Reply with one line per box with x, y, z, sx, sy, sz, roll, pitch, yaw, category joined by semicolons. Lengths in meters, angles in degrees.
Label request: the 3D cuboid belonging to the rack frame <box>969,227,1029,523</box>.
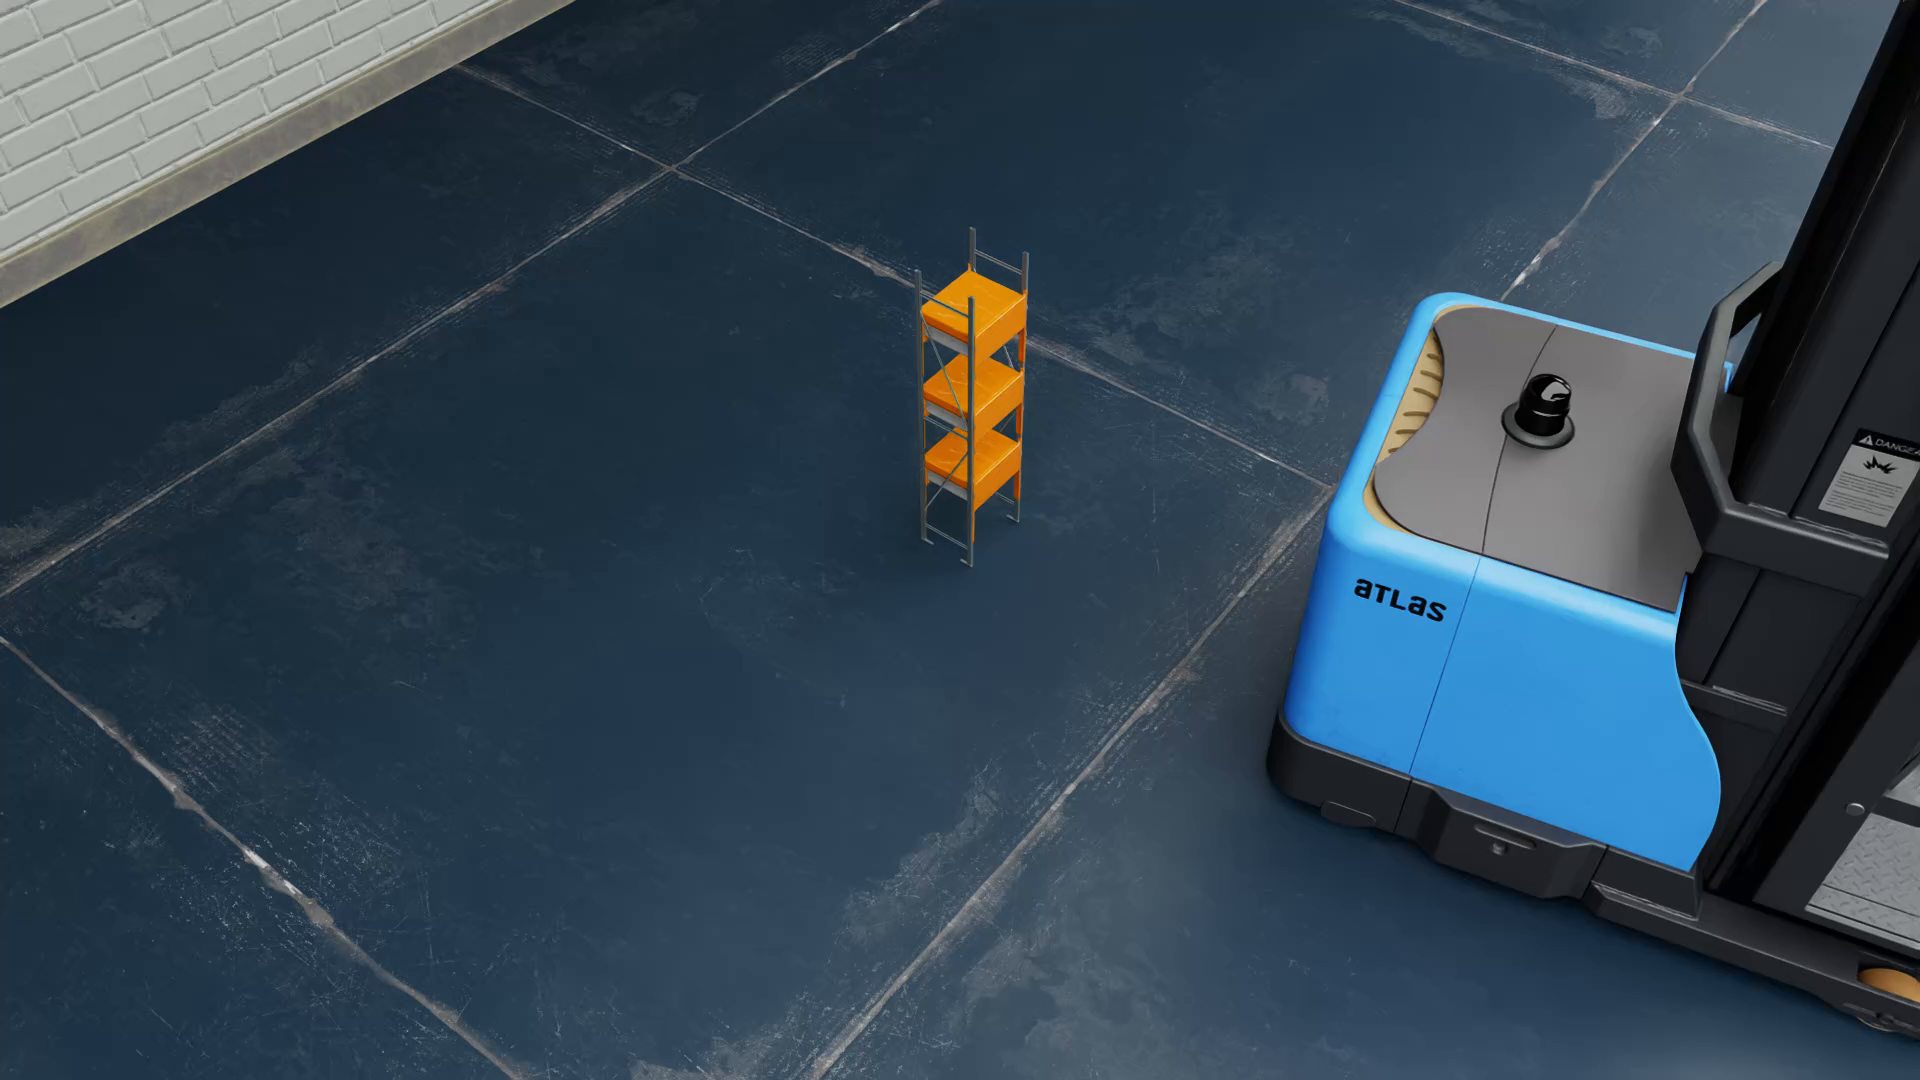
0.107;-0.463;4.966;0.200;1.050;0.008;29;53;25;rack frame

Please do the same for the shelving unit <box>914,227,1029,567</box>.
0.033;-0.393;4.900;0.215;1.050;0.252;29;53;25;shelving unit

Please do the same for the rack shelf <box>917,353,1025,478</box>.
0.033;-0.386;4.907;0.215;0.259;0.240;29;53;25;rack shelf

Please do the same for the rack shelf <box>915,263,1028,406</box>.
0.033;-0.582;4.702;0.215;0.259;0.240;29;53;25;rack shelf

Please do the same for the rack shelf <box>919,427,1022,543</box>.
0.033;-0.194;5.108;0.215;0.259;0.240;29;53;25;rack shelf

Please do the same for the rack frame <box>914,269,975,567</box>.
-0.042;-0.323;4.833;0.200;1.050;0.008;29;53;25;rack frame

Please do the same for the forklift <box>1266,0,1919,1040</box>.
2.399;-0.188;3.403;3.031;2.935;1.130;18;49;17;forklift
